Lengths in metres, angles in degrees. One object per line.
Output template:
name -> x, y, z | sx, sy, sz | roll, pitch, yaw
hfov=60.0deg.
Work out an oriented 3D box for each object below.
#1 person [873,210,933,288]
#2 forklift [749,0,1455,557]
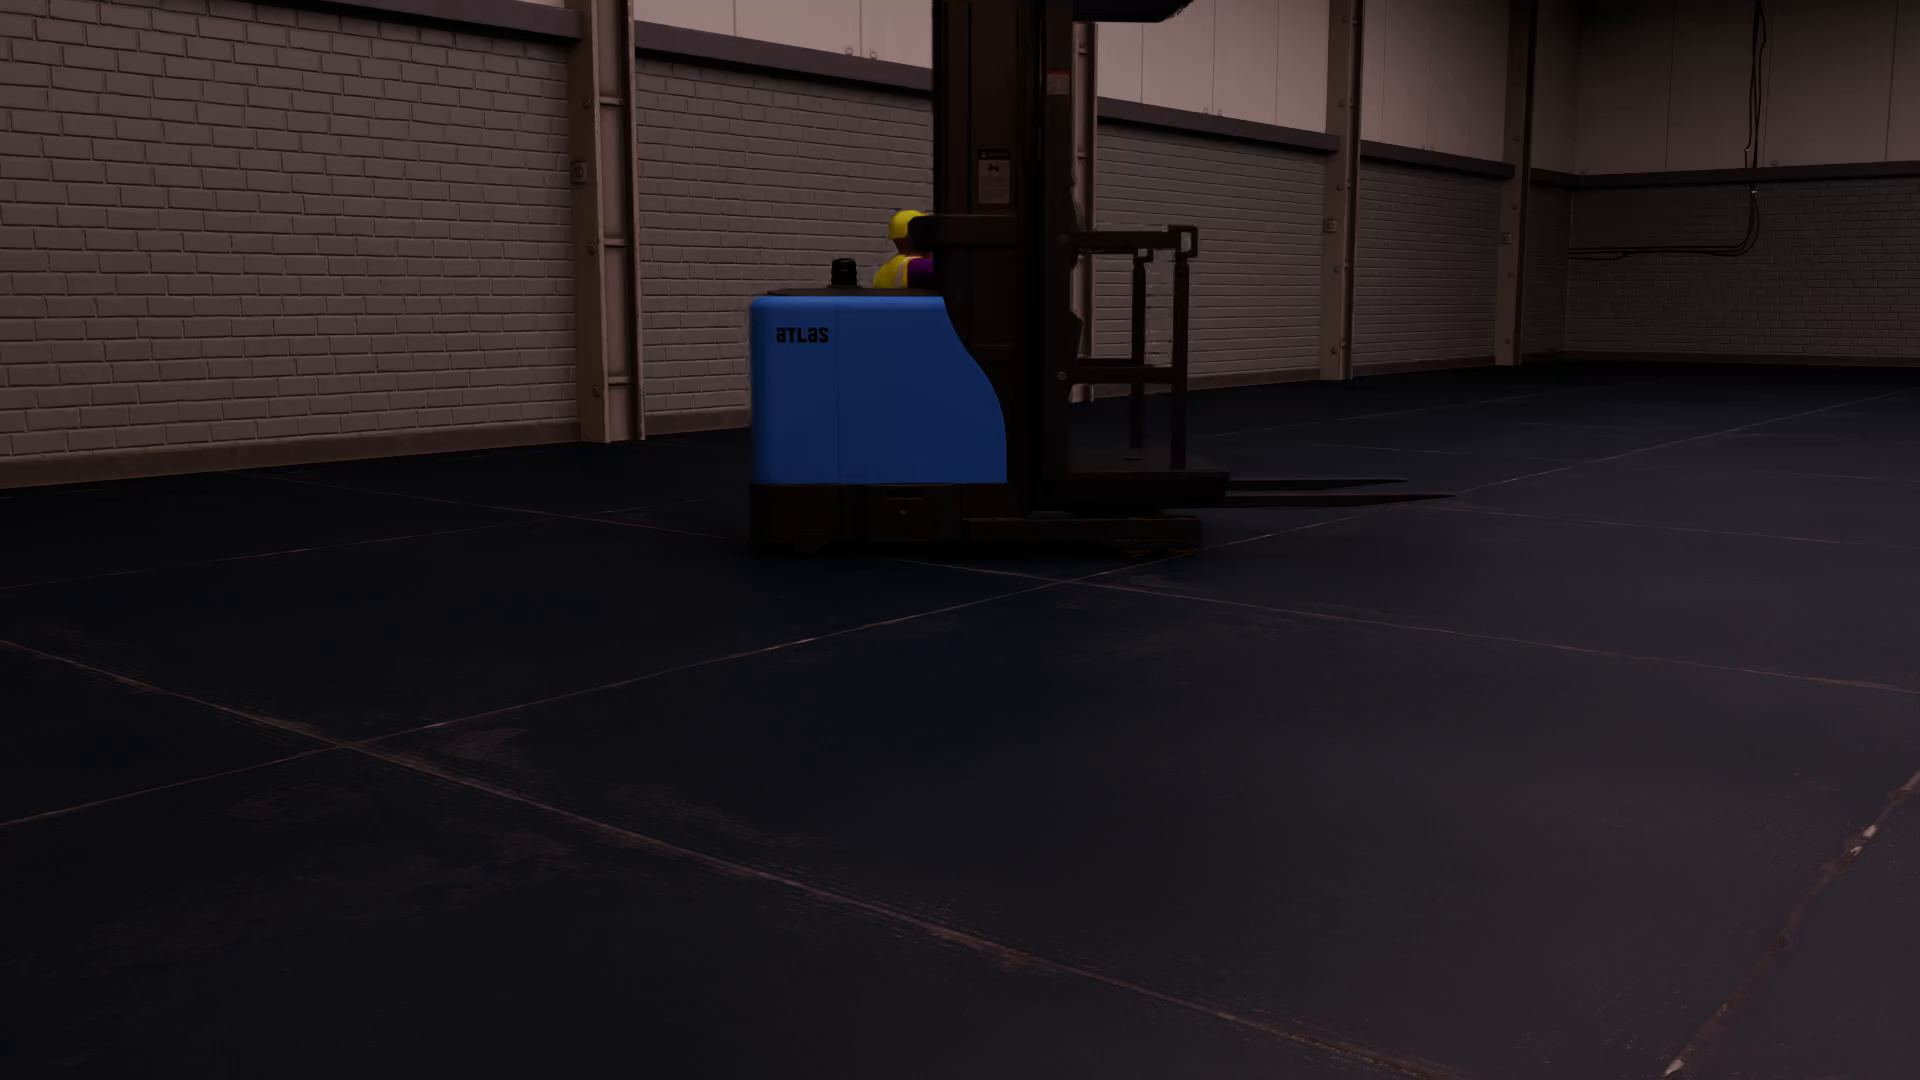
person -> -0.004, -0.995, 8.961 | 0.892, 1.534, 1.126 | -6, 10, -36
forklift -> 0.609, -1.457, 7.240 | 3.031, 2.935, 1.130 | -1, 8, -4
